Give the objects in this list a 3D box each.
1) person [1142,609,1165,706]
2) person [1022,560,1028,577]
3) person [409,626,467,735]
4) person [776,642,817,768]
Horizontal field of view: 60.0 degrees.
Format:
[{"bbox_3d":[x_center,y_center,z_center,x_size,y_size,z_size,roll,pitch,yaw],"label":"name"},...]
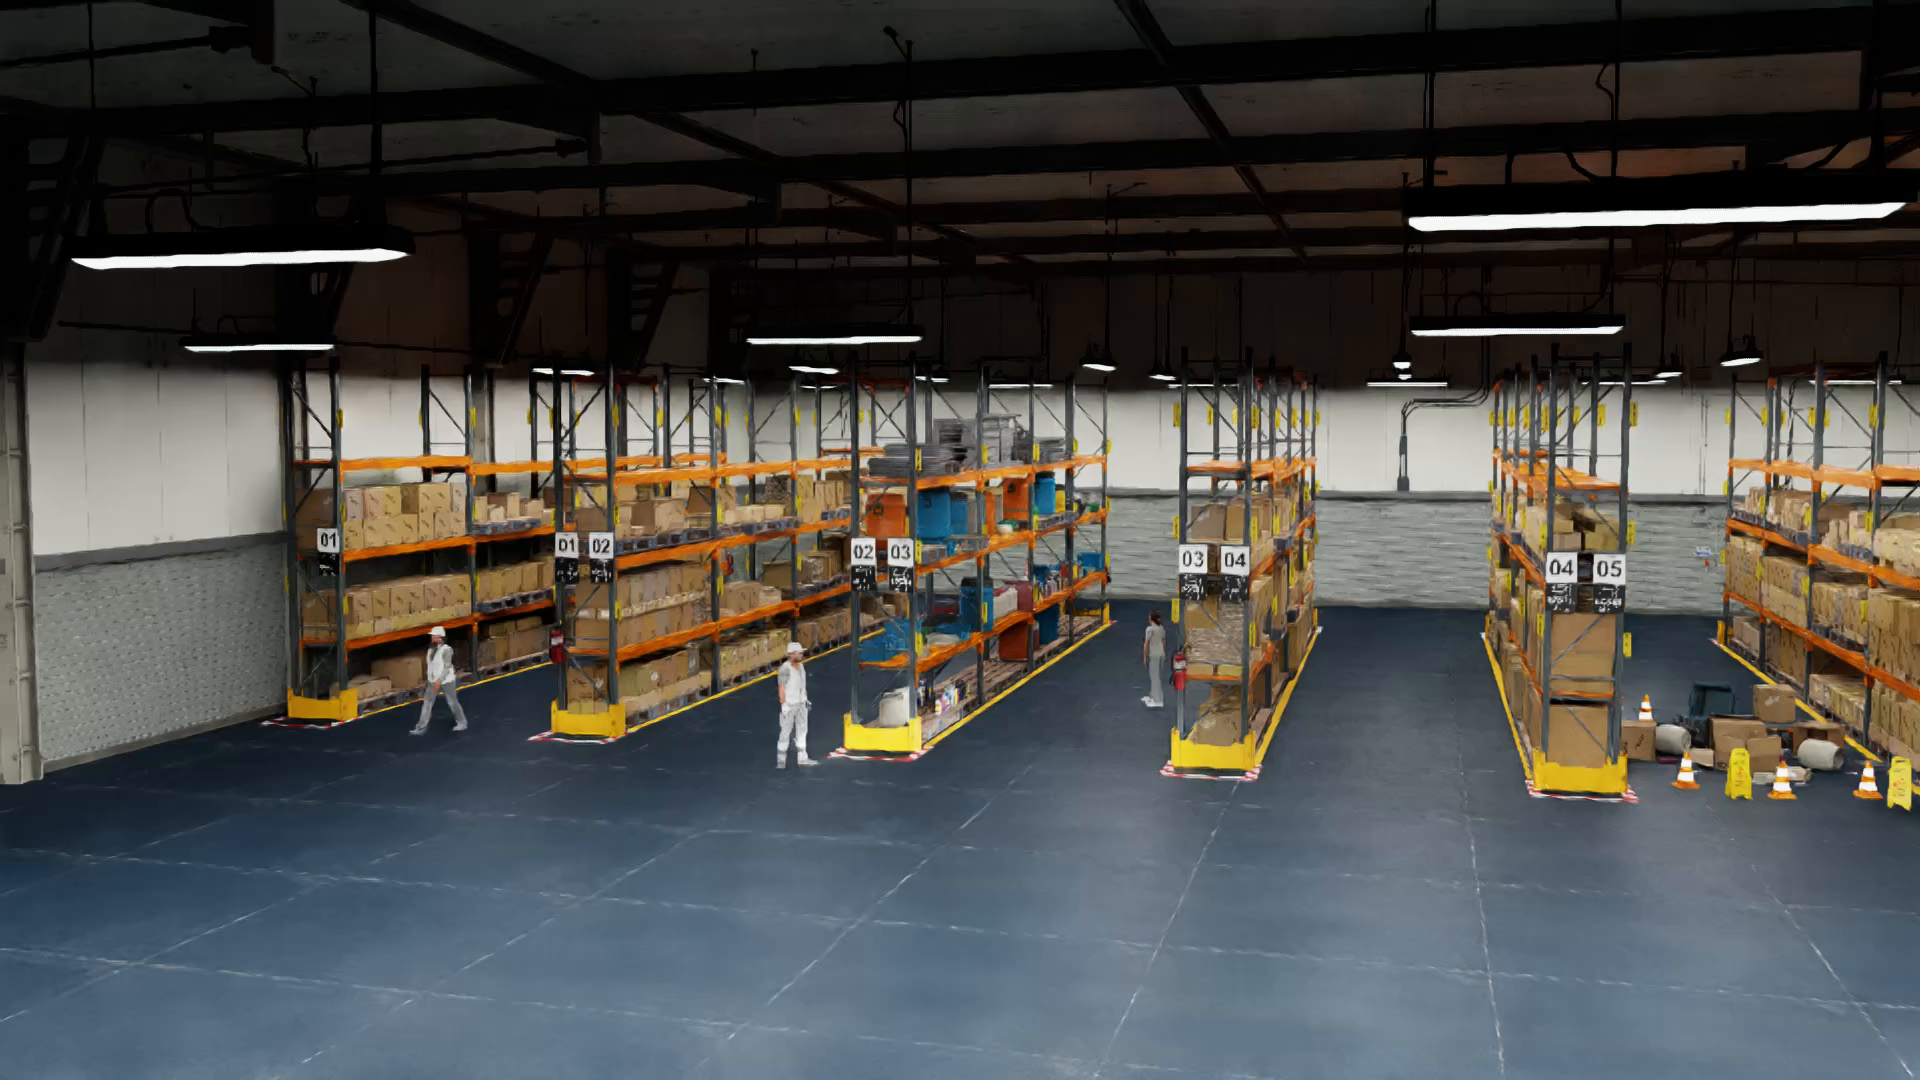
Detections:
[{"bbox_3d":[3.363,2.031,28.941,0.577,1.658,0.560,4,6,41],"label":"person"},{"bbox_3d":[1.665,1.314,38.539,0.598,1.739,0.997,3,5,36],"label":"person"},{"bbox_3d":[-8.231,2.207,26.242,0.506,1.712,1.021,2,5,24],"label":"person"},{"bbox_3d":[-2.364,2.346,23.782,0.430,1.790,0.637,3,5,37],"label":"person"}]
